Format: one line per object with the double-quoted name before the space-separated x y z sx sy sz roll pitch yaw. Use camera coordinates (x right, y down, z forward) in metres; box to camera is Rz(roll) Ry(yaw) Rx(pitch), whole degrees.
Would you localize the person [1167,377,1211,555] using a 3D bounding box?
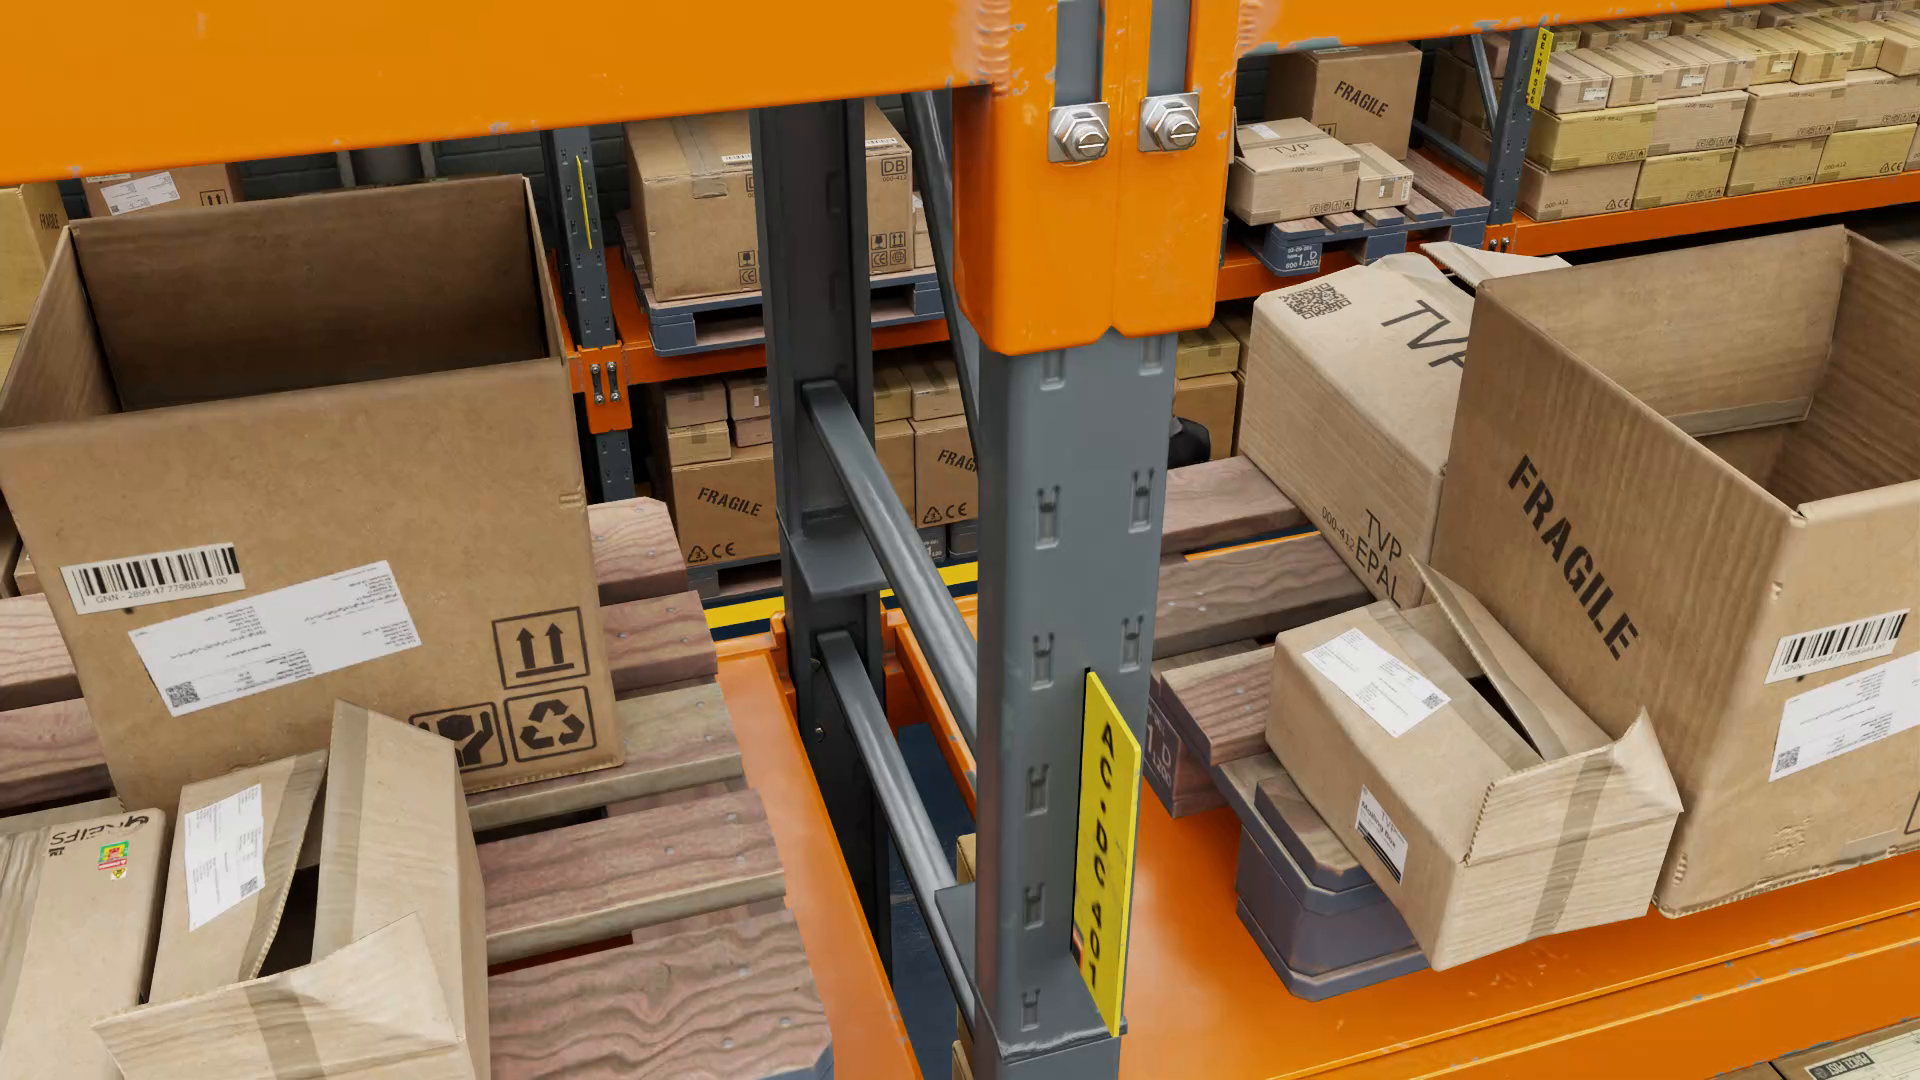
"person" 0.601 0.150 5.971 0.564 1.644 0.483 -24 41 -31
